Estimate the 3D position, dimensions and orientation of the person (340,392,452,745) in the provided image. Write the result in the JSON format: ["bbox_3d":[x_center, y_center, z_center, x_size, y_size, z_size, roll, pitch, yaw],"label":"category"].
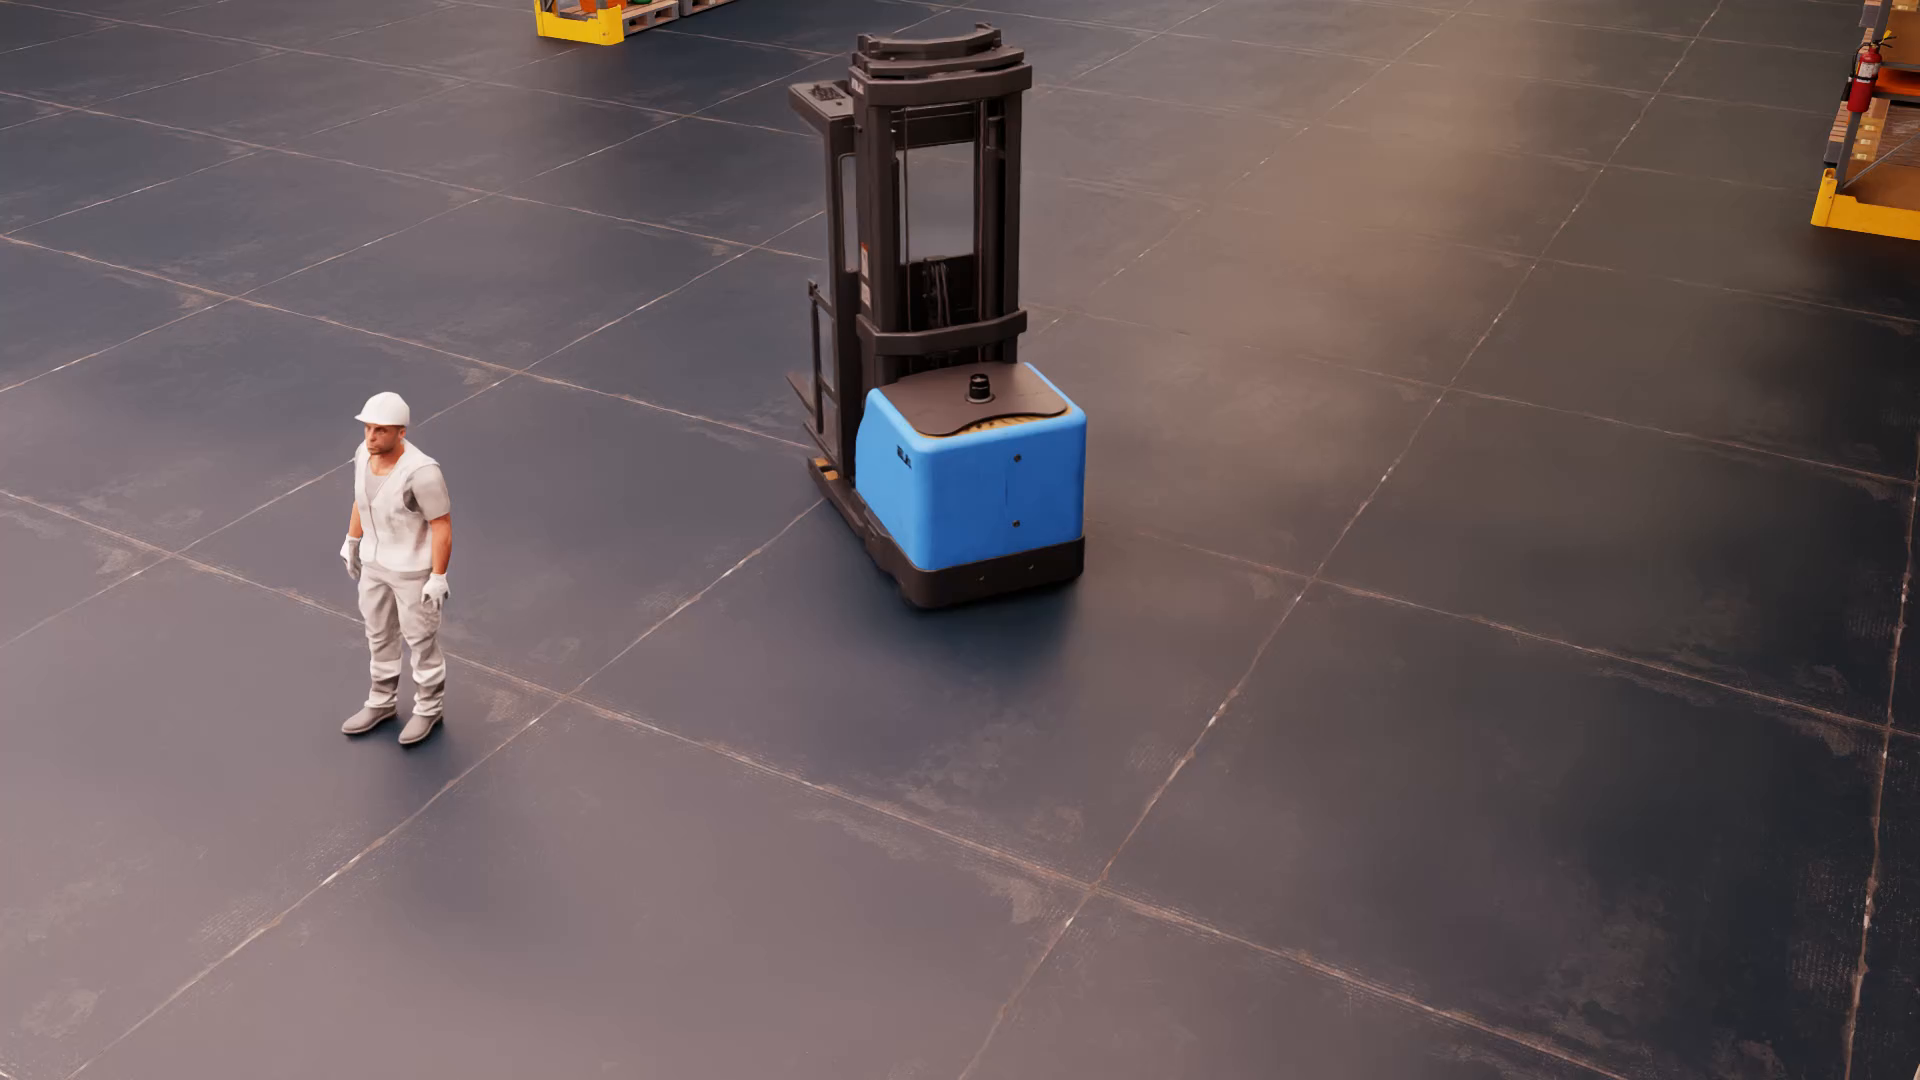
[{"bbox_3d":[-2.731,0.151,7.943,0.636,1.792,0.541,16,34,26],"label":"person"}]

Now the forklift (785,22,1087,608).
[{"bbox_3d":[-0.323,-1.611,9.862,1.130,2.935,3.031,-12,32,-19],"label":"forklift"}]
